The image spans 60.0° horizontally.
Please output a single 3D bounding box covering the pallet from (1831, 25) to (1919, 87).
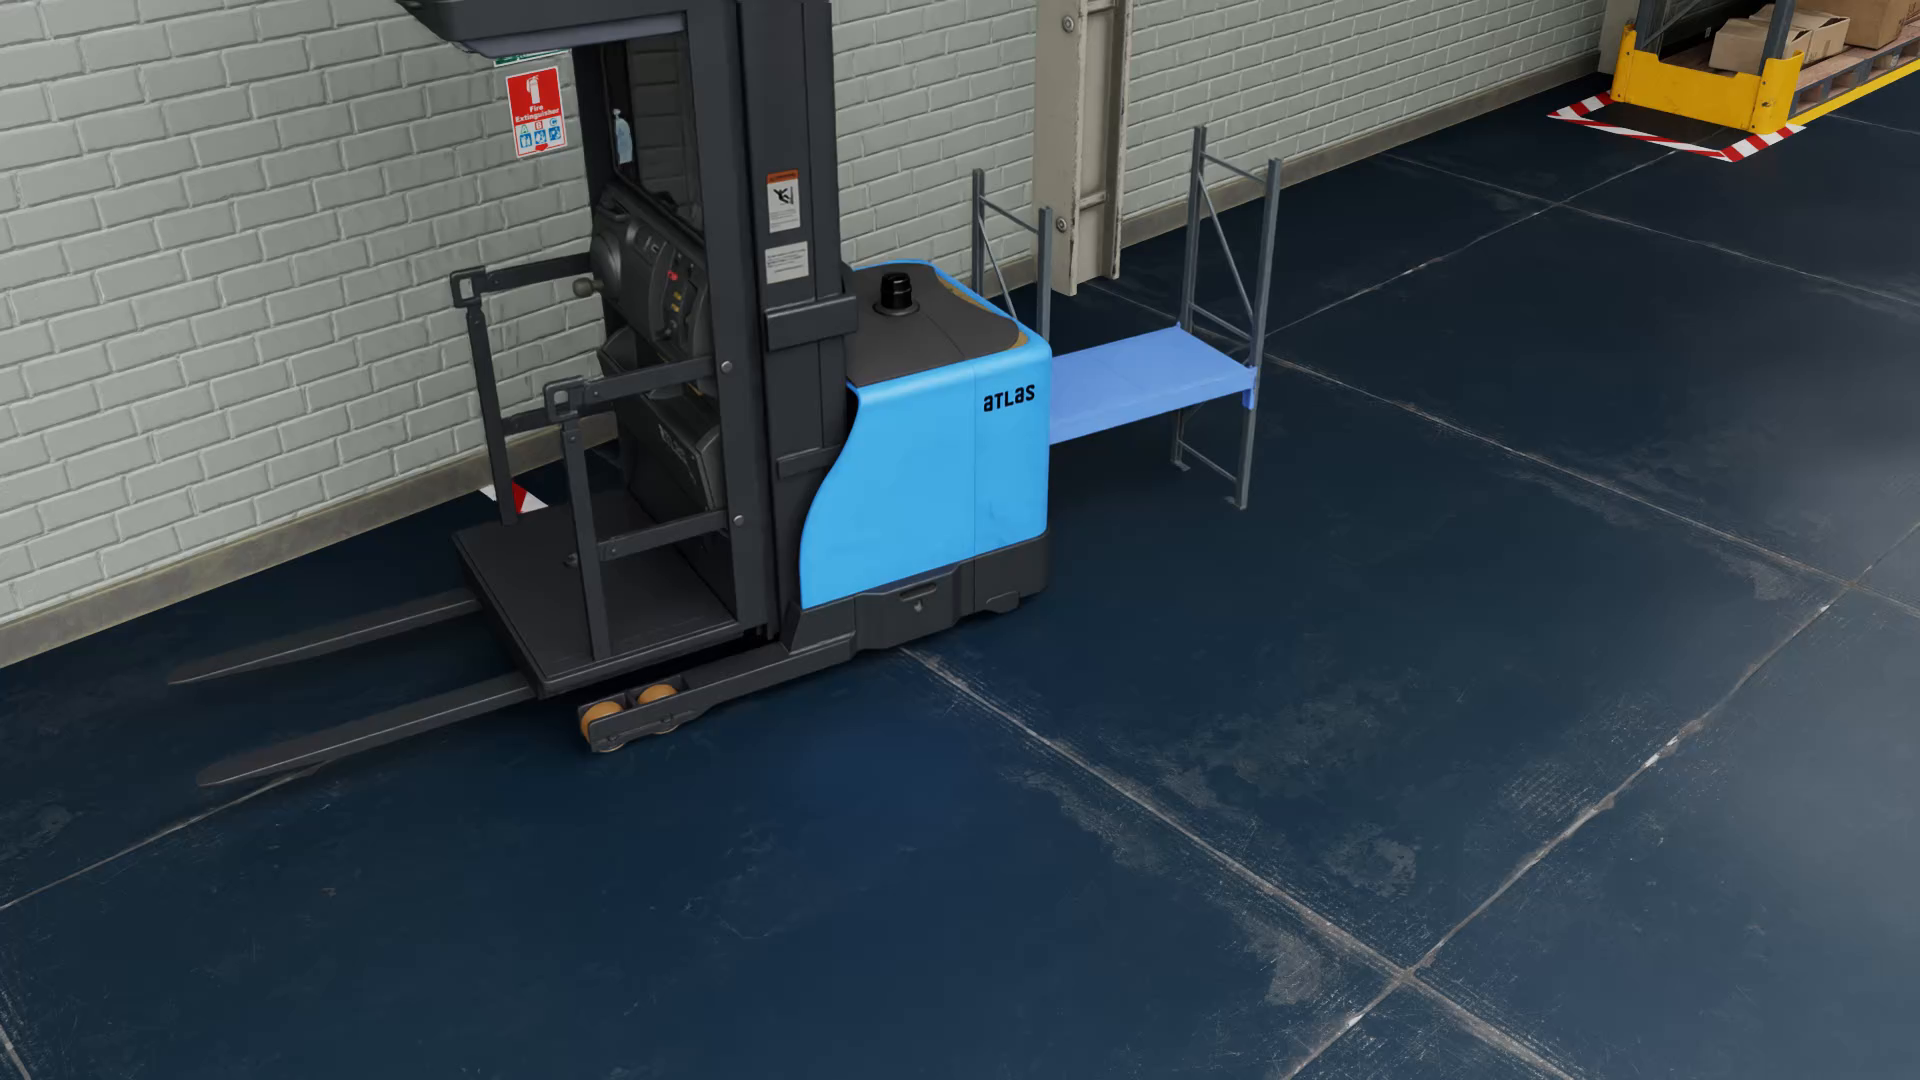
[{"bbox_3d":[6.671,-3.801,12.764,1.213,0.211,1.003,-26,40,-35],"label":"pallet"}]

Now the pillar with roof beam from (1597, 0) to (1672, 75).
[{"bbox_3d":[7.954,-5.750,7.528,0.400,9.000,9.100,-26,40,-35],"label":"pillar with roof beam"}]

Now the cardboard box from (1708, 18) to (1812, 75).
[{"bbox_3d":[5.670,-3.510,11.771,0.500,0.311,0.500,24,39,34],"label":"cardboard box"}]

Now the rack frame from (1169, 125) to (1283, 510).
[{"bbox_3d":[1.061,-0.880,6.752,0.032,1.500,0.500,-17,35,-26],"label":"rack frame"}]

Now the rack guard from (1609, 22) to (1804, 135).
[{"bbox_3d":[5.157,-3.219,11.535,0.348,0.500,1.175,-26,40,-35],"label":"rack guard"}]

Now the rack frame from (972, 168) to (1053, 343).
[{"bbox_3d":[0.183,-0.613,6.314,0.032,1.500,0.500,-17,35,-26],"label":"rack frame"}]

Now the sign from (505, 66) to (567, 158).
[{"bbox_3d":[-1.687,-1.706,6.630,0.234,0.329,0.001,-26,40,-35],"label":"sign"}]

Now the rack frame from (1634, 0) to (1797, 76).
[{"bbox_3d":[5.101,-4.258,10.839,0.127,3.000,1.000,-26,40,-35],"label":"rack frame"}]

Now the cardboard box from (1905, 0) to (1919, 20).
[{"bbox_3d":[7.301,-4.415,13.069,0.500,0.500,0.500,26,40,35],"label":"cardboard box"}]

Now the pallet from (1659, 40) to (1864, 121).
[{"bbox_3d":[5.777,-3.370,12.060,1.213,0.211,1.003,-26,40,-35],"label":"pallet"}]

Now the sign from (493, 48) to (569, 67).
[{"bbox_3d":[-1.677,-1.930,6.489,0.331,0.109,0.001,-26,40,-35],"label":"sign"}]

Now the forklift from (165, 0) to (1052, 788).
[{"bbox_3d":[-1.193,-0.854,5.337,3.031,2.935,1.130,-17,35,-26],"label":"forklift"}]

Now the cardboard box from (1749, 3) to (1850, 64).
[{"bbox_3d":[6.088,-3.712,12.101,0.500,0.311,0.500,-22,38,-32],"label":"cardboard box"}]

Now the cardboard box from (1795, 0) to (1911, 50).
[{"bbox_3d":[6.660,-4.034,12.446,0.700,0.500,0.500,26,40,36],"label":"cardboard box"}]

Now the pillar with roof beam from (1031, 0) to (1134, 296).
[{"bbox_3d":[3.554,-3.622,4.047,0.400,9.000,9.100,-26,40,-35],"label":"pillar with roof beam"}]

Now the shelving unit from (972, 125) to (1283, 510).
[{"bbox_3d":[0.622,-0.746,6.533,1.048,1.500,0.538,-17,35,-26],"label":"shelving unit"}]

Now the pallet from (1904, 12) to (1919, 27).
[{"bbox_3d":[7.566,-4.236,13.475,1.213,0.211,1.003,-26,40,-35],"label":"pallet"}]

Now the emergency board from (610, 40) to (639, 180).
[{"bbox_3d":[-1.211,-1.847,6.896,0.643,1.169,0.194,-26,40,-35],"label":"emergency board"}]

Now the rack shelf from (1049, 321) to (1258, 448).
[{"bbox_3d":[0.622,-0.593,6.627,1.000,0.185,0.538,-17,35,-26],"label":"rack shelf"}]

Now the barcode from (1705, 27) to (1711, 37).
[{"bbox_3d":[5.411,-3.673,12.029,0.075,0.075,0.001,-26,40,-35],"label":"barcode"}]
